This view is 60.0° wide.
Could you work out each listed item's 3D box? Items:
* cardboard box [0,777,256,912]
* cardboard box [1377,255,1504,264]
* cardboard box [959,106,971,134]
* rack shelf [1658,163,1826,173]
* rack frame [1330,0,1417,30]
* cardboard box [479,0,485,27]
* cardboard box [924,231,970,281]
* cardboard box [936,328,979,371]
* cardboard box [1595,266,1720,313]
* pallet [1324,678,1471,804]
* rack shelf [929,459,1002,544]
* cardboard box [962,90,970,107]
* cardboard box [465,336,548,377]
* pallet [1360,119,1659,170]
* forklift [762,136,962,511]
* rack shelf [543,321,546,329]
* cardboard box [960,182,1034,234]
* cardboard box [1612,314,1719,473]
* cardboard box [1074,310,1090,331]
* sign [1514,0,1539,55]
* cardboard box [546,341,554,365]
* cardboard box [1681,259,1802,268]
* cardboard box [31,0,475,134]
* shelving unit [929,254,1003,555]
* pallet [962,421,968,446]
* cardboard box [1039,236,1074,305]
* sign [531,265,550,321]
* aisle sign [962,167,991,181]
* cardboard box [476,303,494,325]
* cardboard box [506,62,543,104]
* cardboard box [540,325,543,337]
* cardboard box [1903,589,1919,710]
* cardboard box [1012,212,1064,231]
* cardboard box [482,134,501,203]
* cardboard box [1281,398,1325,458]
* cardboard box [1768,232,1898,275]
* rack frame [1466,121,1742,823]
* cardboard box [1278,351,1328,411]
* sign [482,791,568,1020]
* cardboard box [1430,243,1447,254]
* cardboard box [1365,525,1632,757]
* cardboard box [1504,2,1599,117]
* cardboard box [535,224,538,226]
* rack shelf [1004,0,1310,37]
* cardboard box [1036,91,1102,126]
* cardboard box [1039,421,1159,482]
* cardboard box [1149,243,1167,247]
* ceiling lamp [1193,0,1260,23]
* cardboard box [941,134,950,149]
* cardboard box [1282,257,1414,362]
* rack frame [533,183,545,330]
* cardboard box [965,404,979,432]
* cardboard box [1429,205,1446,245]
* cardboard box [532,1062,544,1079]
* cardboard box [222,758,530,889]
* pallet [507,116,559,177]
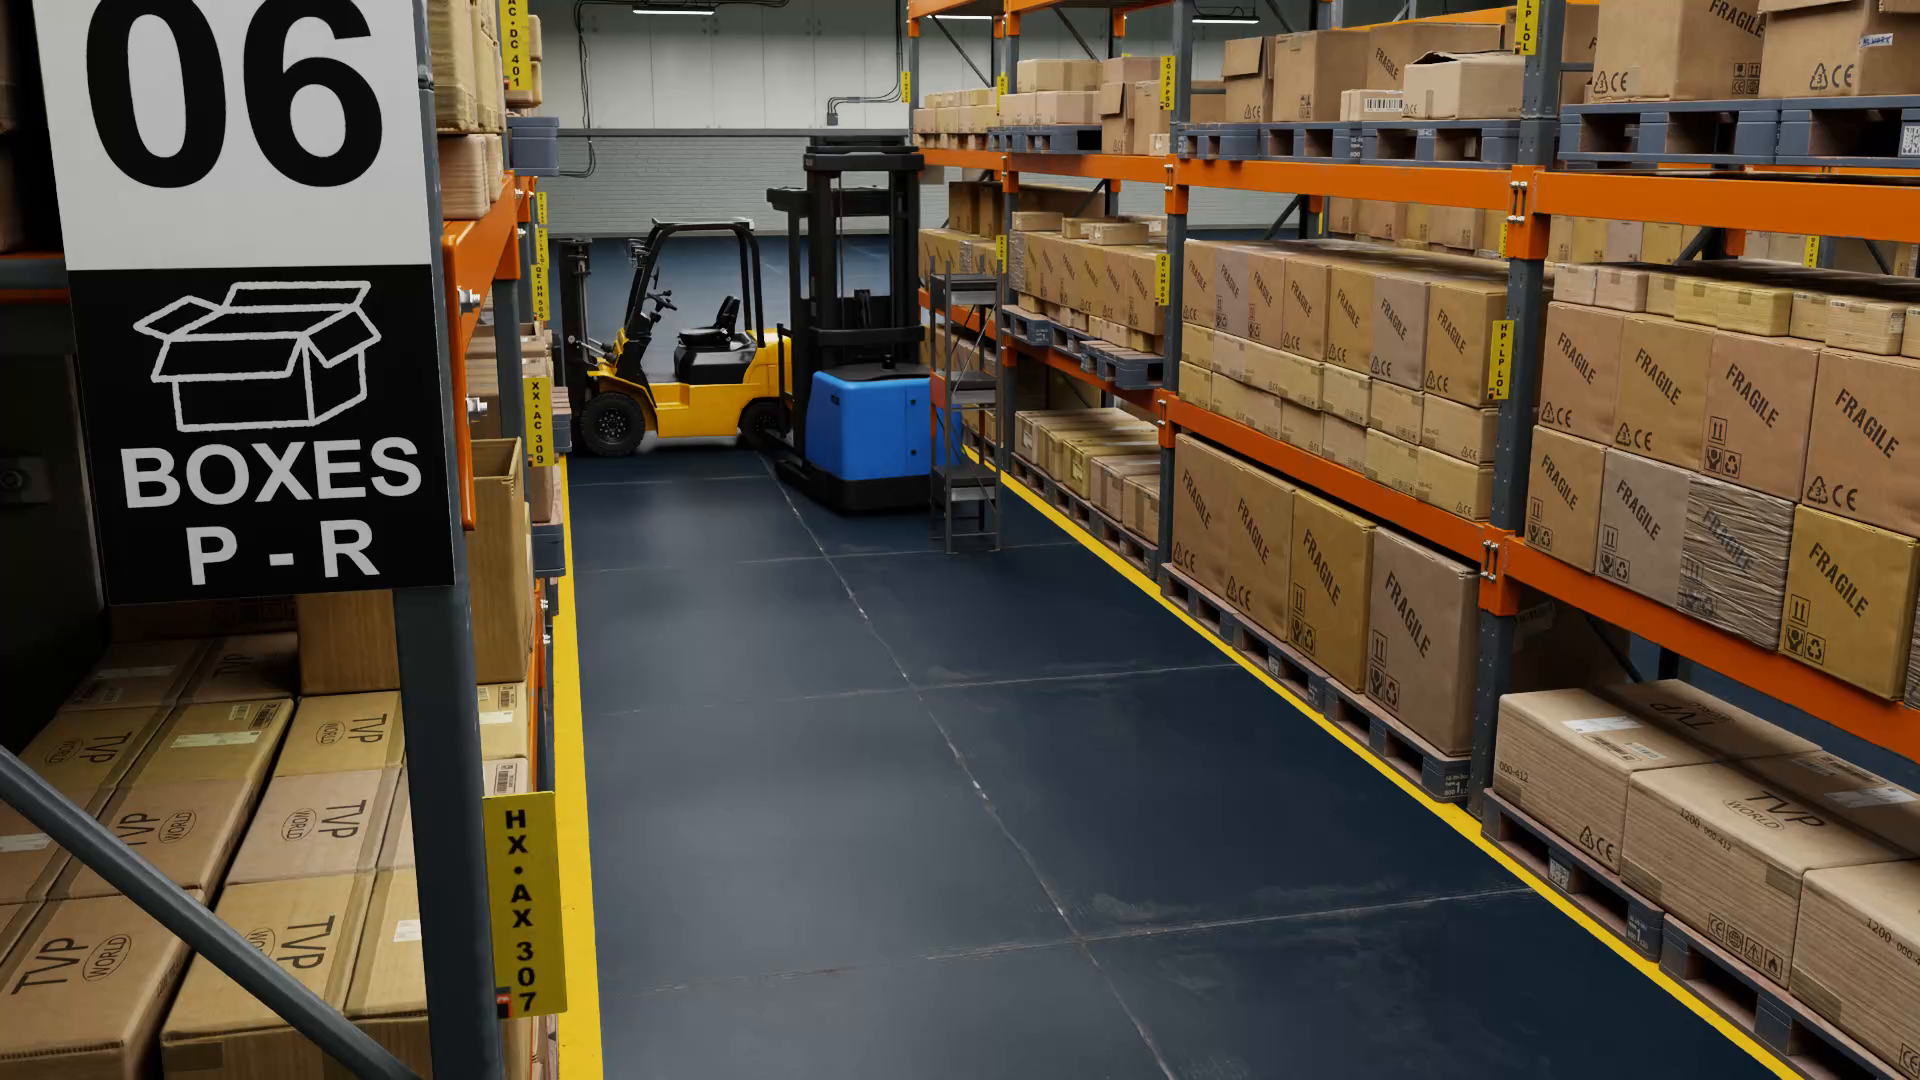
[{"bbox_3d":[-1.604,0.666,3.072,0.500,0.250,0.500,-3,14,-13],"label":"cardboard box"},{"bbox_3d":[2.553,-1.255,8.927,0.500,0.500,0.500,-4,14,-14],"label":"cardboard box"},{"bbox_3d":[0.297,-3.949,15.639,0.500,0.250,0.500,-4,14,-14],"label":"cardboard box"},{"bbox_3d":[6.145,-3.044,13.761,1.077,0.370,4.000,-3,14,-13],"label":"rack shelf"},{"bbox_3d":[4.736,-6.235,18.985,1.000,3.000,0.127,-3,14,-13],"label":"rack frame"},{"bbox_3d":[-1.340,-1.291,3.707,0.500,0.250,0.500,-3,14,-12],"label":"cardboard box"},{"bbox_3d":[-0.086,-2.970,17.426,0.500,0.500,0.500,-3,14,-11],"label":"cardboard box"},{"bbox_3d":[0.002,-1.926,17.320,0.500,0.500,0.500,-4,14,-15],"label":"cardboard box"},{"bbox_3d":[2.664,-0.957,6.338,0.380,0.149,0.250,-3,14,-12],"label":"cardboard box"},{"bbox_3d":[2.512,0.928,8.184,1.003,0.211,1.213,-3,14,-13],"label":"pallet"},{"bbox_3d":[0.039,-0.289,12.191,0.431,0.518,0.480,-3,14,-13],"label":"rack shelf"},{"bbox_3d":[0.231,-4.177,15.734,0.380,0.149,0.250,-3,14,-13],"label":"cardboard box"},{"bbox_3d":[-2.260,-0.652,7.682,0.700,0.500,0.500,-3,14,-13],"label":"cardboard box"},{"bbox_3d":[2.503,-1.826,7.663,0.805,0.209,1.217,-4,14,-15],"label":"pallet"},{"bbox_3d":[-0.991,-1.958,14.264,1.130,2.935,3.031,-6,15,-22],"label":"forklift"},{"bbox_3d":[-4.406,-1.933,15.533,1.077,0.370,4.000,-3,14,-13],"label":"rack shelf"},{"bbox_3d":[0.392,-3.477,17.395,0.700,0.500,0.500,-3,14,-13],"label":"cardboard box"},{"bbox_3d":[2.755,-0.547,6.028,0.500,0.500,0.500,-3,14,-14],"label":"cardboard box"},{"bbox_3d":[1.080,-1.673,12.599,0.380,0.149,0.250,-4,14,-15],"label":"cardboard box"},{"bbox_3d":[2.241,-2.081,6.554,0.100,0.325,0.005,-3,14,-13],"label":"sign"},{"bbox_3d":[-4.211,-1.775,16.176,0.500,0.250,0.500,-3,14,-12],"label":"cardboard box"},{"bbox_3d":[3.148,-1.049,6.716,0.380,0.149,0.250,-4,14,-14],"label":"cardboard box"},{"bbox_3d":[-0.957,-0.699,2.336,0.500,0.250,0.500,-3,14,-14],"label":"cardboard box"},{"bbox_3d":[0.039,-0.982,12.022,0.431,2.100,0.503,-3,14,-13],"label":"shelving unit"},{"bbox_3d":[0.405,-1.179,16.807,1.003,0.211,1.213,-3,14,-13],"label":"pallet"},{"bbox_3d":[0.940,-2.141,13.148,0.500,0.500,0.500,-3,14,-14],"label":"cardboard box"},{"bbox_3d":[-2.472,-1.454,9.787,0.100,0.325,0.005,-3,14,-13],"label":"sign"},{"bbox_3d":[0.215,-4.314,18.289,0.394,0.787,0.004,-3,14,-13],"label":"aisle sign"},{"bbox_3d":[-2.786,-1.352,10.062,0.380,0.149,0.250,-3,14,-12],"label":"cardboard box"},{"bbox_3d":[-1.768,-1.716,6.243,0.380,0.149,0.250,-3,14,-13],"label":"cardboard box"},{"bbox_3d":[-3.440,-1.531,12.688,0.500,0.250,0.500,-3,14,-14],"label":"cardboard box"},{"bbox_3d":[3.102,0.290,4.708,0.500,0.500,0.500,-3,14,-12],"label":"cardboard box"},{"bbox_3d":[0.654,-2.682,13.997,0.380,0.149,0.250,-3,14,-13],"label":"cardboard box"},{"bbox_3d":[-1.233,-0.833,3.726,0.380,0.149,0.250,-3,14,-13],"label":"cardboard box"},{"bbox_3d":[2.072,-0.623,8.974,0.500,0.250,0.500,-3,14,-13],"label":"cardboard box"},{"bbox_3d":[6.519,-2.113,12.439,0.700,0.500,0.500,-3,14,-13],"label":"cardboard box"},{"bbox_3d":[2.766,-0.253,7.141,1.000,3.000,0.127,-3,14,-13],"label":"rack frame"},{"bbox_3d":[2.037,-0.862,8.898,0.500,0.250,0.500,-3,14,-12],"label":"cardboard box"},{"bbox_3d":[-0.591,0.497,2.250,0.100,0.325,0.005,-3,14,-13],"label":"sign"},{"bbox_3d":[5.413,-2.812,17.299,0.875,0.550,0.550,-3,14,-13],"label":"cardboard box"},{"bbox_3d":[2.543,0.437,7.911,0.875,0.875,0.875,-3,14,-11],"label":"cardboard box"},{"bbox_3d":[2.841,-2.182,7.622,0.500,0.500,0.500,-4,14,-14],"label":"cardboard box"},{"bbox_3d":[-4.256,-2.951,15.983,0.380,0.149,0.250,-3,14,-12],"label":"cardboard box"},{"bbox_3d":[1.357,-4.007,12.228,1.077,0.370,4.000,-3,14,-13],"label":"rack shelf"},{"bbox_3d":[0.895,-3.298,12.715,0.500,0.250,0.500,-3,14,-14],"label":"cardboard box"},{"bbox_3d":[1.185,-0.739,13.785,0.950,0.372,0.625,-2,14,-10],"label":"cardboard box"},{"bbox_3d":[1.686,-1.931,12.290,0.500,0.500,0.500,-3,14,-12],"label":"cardboard box"},{"bbox_3d":[6.936,-15.382,44.128,2.000,3.185,0.800,-3,14,-13],"label":"ceiling lamp"},{"bbox_3d":[0.018,-3.964,16.540,0.380,0.149,0.250,-3,14,-13],"label":"cardboard box"},{"bbox_3d":[2.053,-1.232,8.831,0.500,0.500,0.500,-3,14,-12],"label":"cardboard box"},{"bbox_3d":[-4.876,-2.744,17.337,1.000,3.000,0.127,-3,14,-13],"label":"rack frame"},{"bbox_3d":[0.352,-1.210,15.969,0.500,0.250,0.500,-4,14,-15],"label":"cardboard box"},{"bbox_3d":[5.387,-3.335,17.165,0.875,0.550,0.550,-3,14,-13],"label":"cardboard box"},{"bbox_3d":[-1.333,1.612,3.891,0.700,0.500,0.500,-3,14,-11],"label":"cardboard box"},{"bbox_3d":[-1.082,0.640,3.177,0.500,0.250,0.500,-3,14,-13],"label":"cardboard box"},{"bbox_3d":[-2.143,-1.495,6.304,1.213,0.211,1.003,-3,14,-13],"label":"pallet"}]
